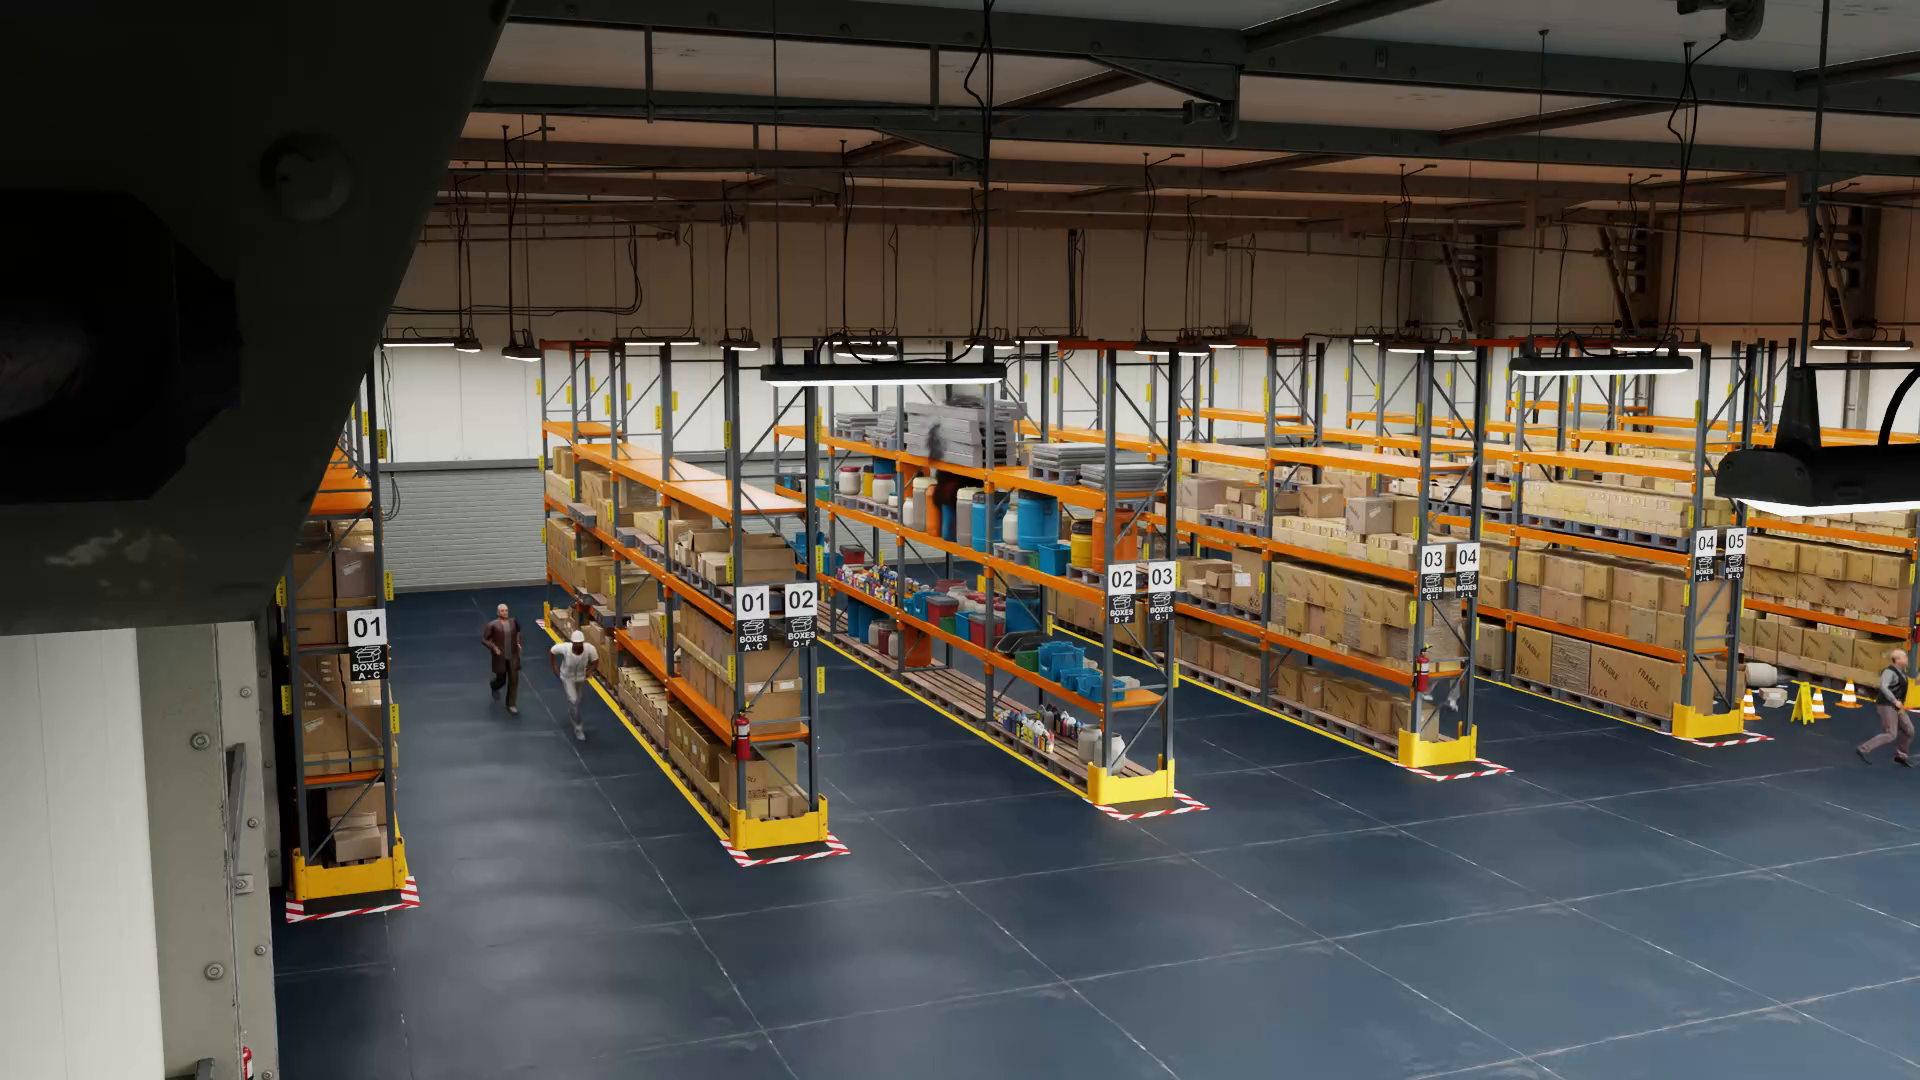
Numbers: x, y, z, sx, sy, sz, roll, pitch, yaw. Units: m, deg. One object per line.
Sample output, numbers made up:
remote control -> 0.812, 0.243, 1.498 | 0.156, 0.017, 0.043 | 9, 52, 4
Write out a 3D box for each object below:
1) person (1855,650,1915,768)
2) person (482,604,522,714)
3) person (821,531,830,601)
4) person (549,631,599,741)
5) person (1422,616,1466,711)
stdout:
person -> 13.317, 2.427, 23.817 | 0.715, 1.723, 0.879 | 6, 9, 37
person -> -7.478, 1.923, 27.305 | 0.712, 1.764, 0.918 | -5, 9, -34
person -> -3.060, 0.601, 37.930 | 0.528, 1.647, 0.580 | -1, 7, -5
person -> -5.967, 2.189, 25.695 | 0.746, 1.715, 1.060 | -3, 8, -22
person -> 7.987, 1.952, 27.513 | 0.561, 1.657, 0.918 | -7, 10, -42
